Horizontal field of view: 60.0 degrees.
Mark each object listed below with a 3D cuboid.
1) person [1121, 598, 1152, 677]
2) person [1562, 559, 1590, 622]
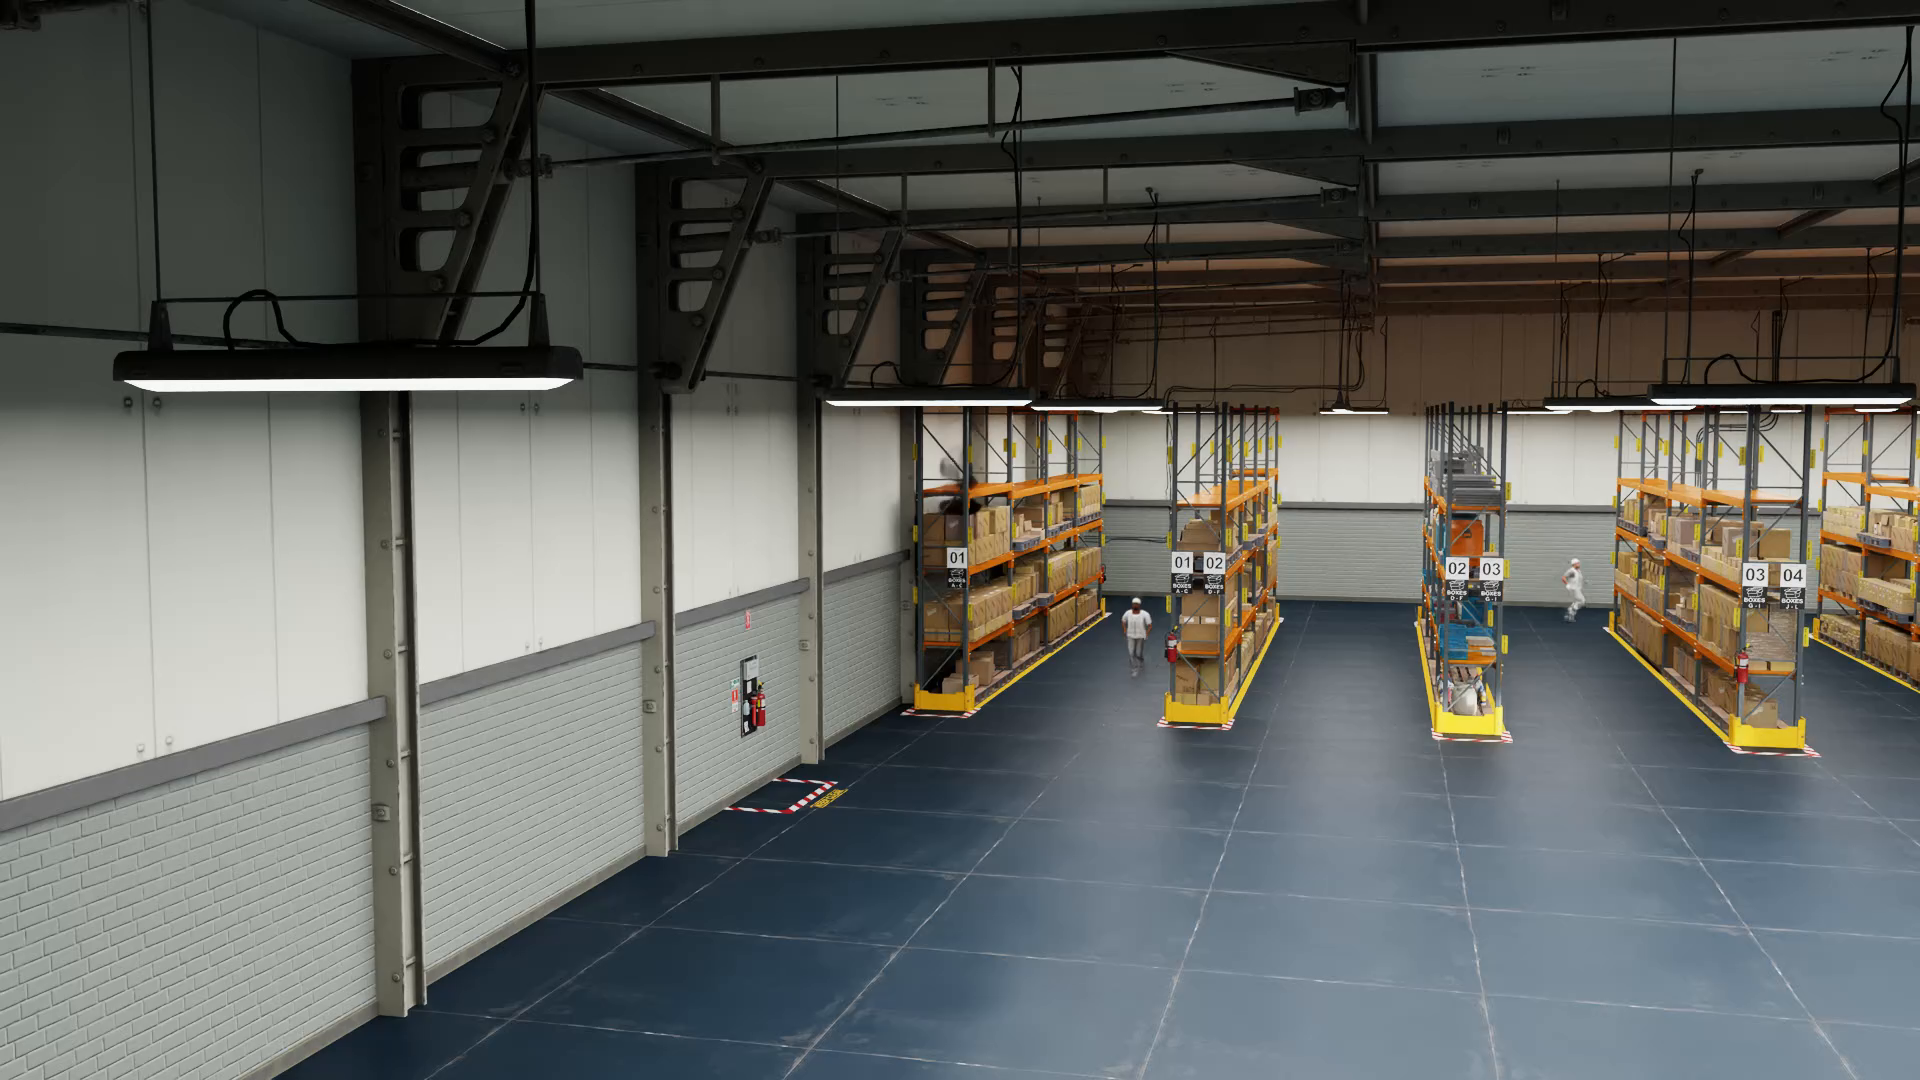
[{"bbox_3d":[3.904,2.146,36.904,0.701,1.729,0.680,1,4,16],"label":"person"},{"bbox_3d":[17.215,1.401,46.396,0.663,1.749,0.649,4,6,41],"label":"person"}]
